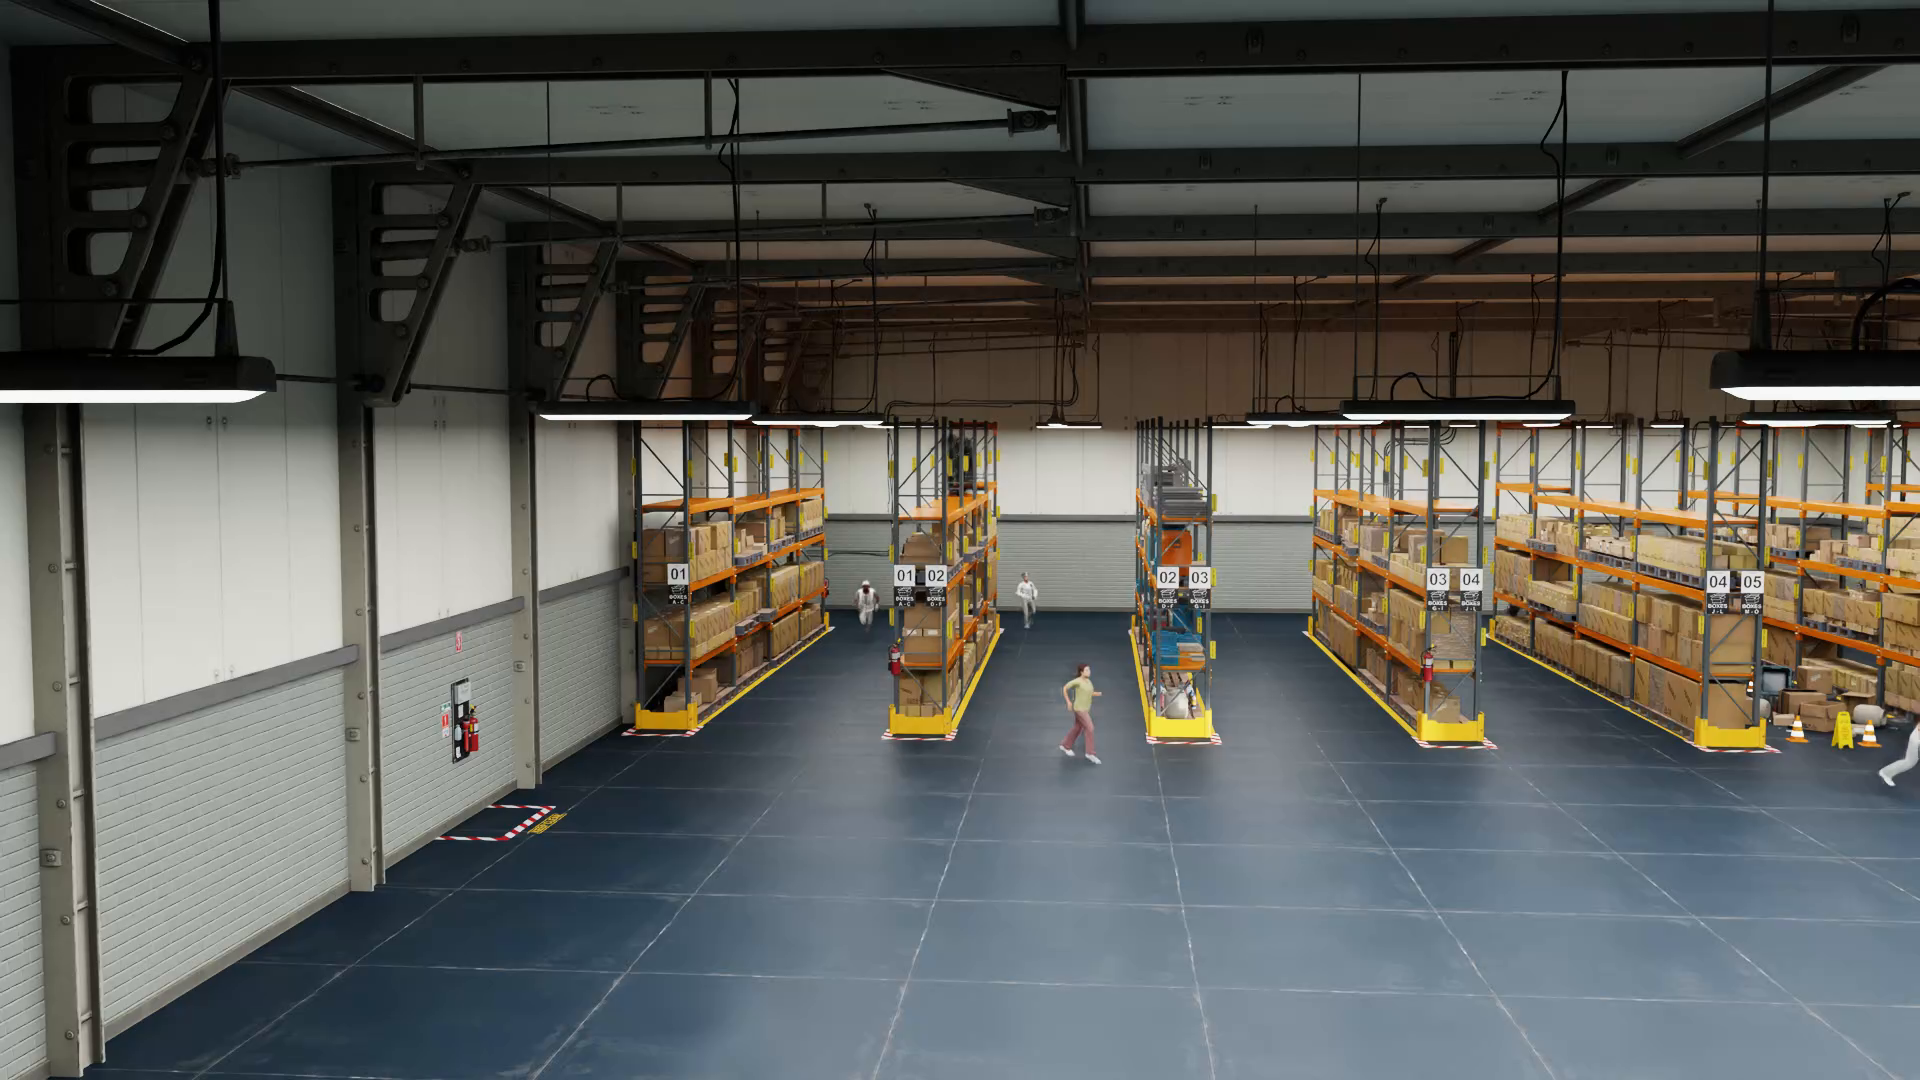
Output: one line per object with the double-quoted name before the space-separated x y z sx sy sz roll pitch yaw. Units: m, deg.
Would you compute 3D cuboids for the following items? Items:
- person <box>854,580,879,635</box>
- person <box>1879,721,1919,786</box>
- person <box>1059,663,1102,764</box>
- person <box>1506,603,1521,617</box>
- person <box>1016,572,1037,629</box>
"person" -2.531 1.846 45.024 0.673 1.540 0.747 0 4 0
"person" 15.103 3.227 26.281 1.004 1.624 0.600 3 5 40
"person" 2.089 2.987 28.888 0.854 1.713 0.549 2 4 31
"person" 15.774 1.847 47.292 0.509 1.579 0.613 2 4 24
"person" 1.964 1.753 48.262 0.657 1.647 0.489 -1 4 -13
